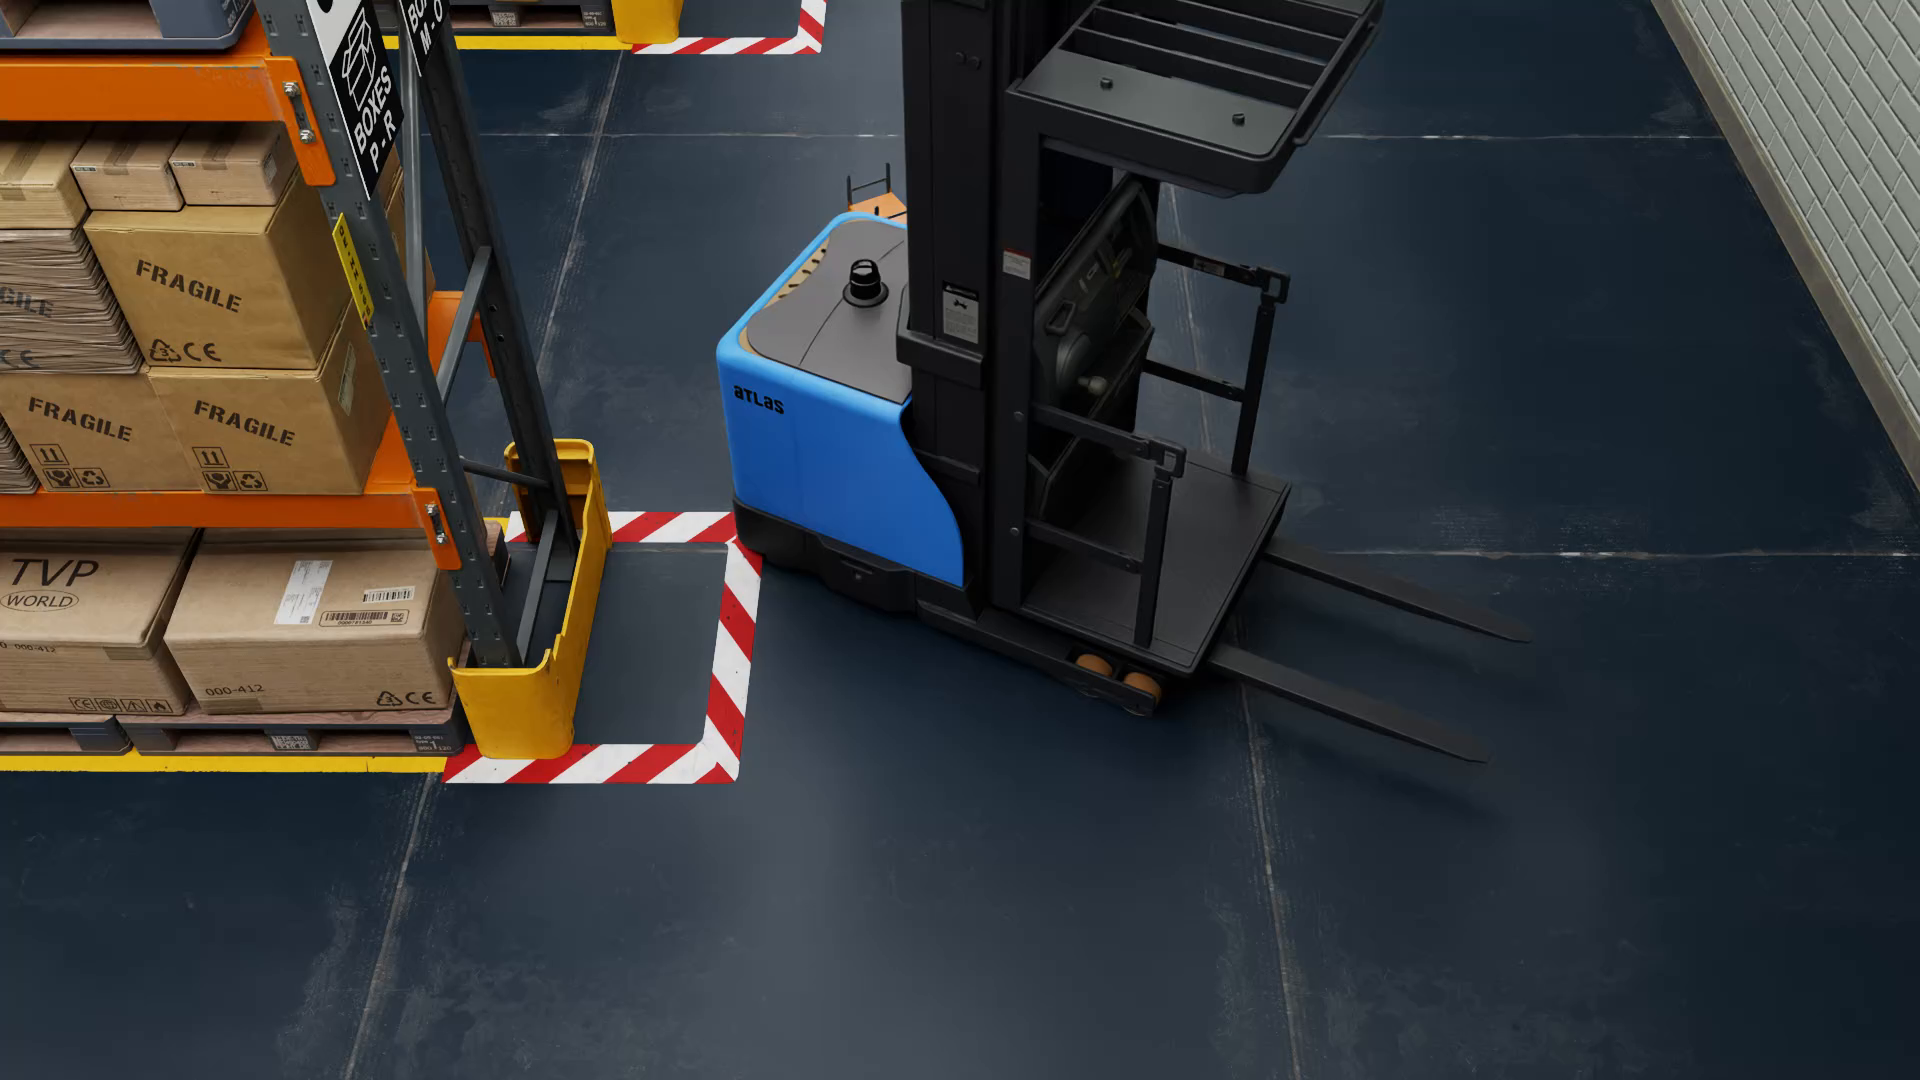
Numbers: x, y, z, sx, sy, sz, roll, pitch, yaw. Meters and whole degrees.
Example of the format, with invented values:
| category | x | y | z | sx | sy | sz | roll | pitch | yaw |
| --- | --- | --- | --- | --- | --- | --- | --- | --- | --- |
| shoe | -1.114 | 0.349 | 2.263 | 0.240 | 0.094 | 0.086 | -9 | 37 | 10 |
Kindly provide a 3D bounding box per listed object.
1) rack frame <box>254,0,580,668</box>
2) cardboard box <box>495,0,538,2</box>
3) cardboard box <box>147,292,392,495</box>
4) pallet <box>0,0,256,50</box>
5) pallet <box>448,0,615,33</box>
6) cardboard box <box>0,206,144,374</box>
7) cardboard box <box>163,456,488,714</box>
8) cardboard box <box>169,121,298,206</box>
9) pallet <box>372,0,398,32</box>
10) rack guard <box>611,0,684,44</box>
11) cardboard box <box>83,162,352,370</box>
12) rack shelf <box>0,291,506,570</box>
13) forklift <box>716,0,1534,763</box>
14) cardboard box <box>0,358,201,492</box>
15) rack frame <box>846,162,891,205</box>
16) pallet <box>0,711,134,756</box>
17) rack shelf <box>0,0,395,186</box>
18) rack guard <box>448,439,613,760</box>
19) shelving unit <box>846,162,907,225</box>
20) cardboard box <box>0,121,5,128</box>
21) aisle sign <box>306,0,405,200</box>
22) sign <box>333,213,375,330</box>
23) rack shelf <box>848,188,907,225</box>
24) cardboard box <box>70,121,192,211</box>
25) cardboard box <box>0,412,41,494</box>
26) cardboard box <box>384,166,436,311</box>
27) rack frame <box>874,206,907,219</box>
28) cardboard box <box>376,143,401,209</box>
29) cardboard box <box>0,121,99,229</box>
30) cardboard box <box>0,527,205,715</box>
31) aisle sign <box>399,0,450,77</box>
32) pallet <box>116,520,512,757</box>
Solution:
| category | x | y | z | sx | sy | sz | roll | pitch | yaw |
| --- | --- | --- | --- | --- | --- | --- | --- | --- | --- |
| rack frame | -1.625 | -0.648 | 5.385 | 0.127 | 3.000 | 1.000 | 0 | 47 | 0 |
| cardboard box | -2.492 | -3.219 | 9.438 | 0.250 | 0.149 | 0.380 | 1 | 47 | 1 |
| cardboard box | -2.108 | -0.490 | 5.169 | 0.500 | 0.500 | 0.500 | 0 | 47 | 0 |
| pallet | -2.366 | -1.634 | 4.314 | 1.213 | 0.211 | 1.003 | 0 | 47 | 0 |
| pallet | -2.595 | -3.350 | 9.805 | 1.213 | 0.211 | 1.003 | 0 | 47 | 0 |
| cardboard box | -2.630 | -0.830 | 4.803 | 0.500 | 0.500 | 0.500 | 0 | 47 | 0 |
| cardboard box | -2.285 | 0.153 | 6.103 | 0.875 | 0.438 | 0.875 | -1 | 47 | -1 |
| cardboard box | -1.984 | -1.098 | 4.609 | 0.250 | 0.149 | 0.380 | 1 | 47 | 1 |
| pallet | -3.812 | -3.355 | 9.810 | 1.213 | 0.211 | 1.003 | 0 | 47 | 0 |
| rack guard | -1.783 | -3.420 | 9.673 | 0.348 | 0.500 | 1.175 | 0 | 47 | 0 |
| cardboard box | -2.107 | -0.850 | 4.821 | 0.500 | 0.500 | 0.500 | 2 | 47 | 1 |
| rack shelf | -3.625 | -0.408 | 5.653 | 4.000 | 0.370 | 1.077 | 0 | 47 | 0 |
| forklift | 0.644 | -0.790 | 5.564 | 3.031 | 2.935 | 1.130 | 20 | 50 | 18 |
| cardboard box | -2.610 | -0.502 | 5.181 | 0.500 | 0.500 | 0.500 | -1 | 47 | -1 |
| rack frame | -0.377 | -1.158 | 7.191 | 0.200 | 1.050 | 0.008 | -23 | 51 | -20 |
| pallet | -3.641 | 0.352 | 6.359 | 1.213 | 0.211 | 1.003 | 0 | 47 | 0 |
| rack shelf | -3.625 | -1.430 | 4.555 | 4.000 | 0.370 | 1.077 | 0 | 47 | 0 |
| rack guard | -1.601 | 0.204 | 6.300 | 0.348 | 0.500 | 1.175 | 0 | 47 | 0 |
| shelving unit | -0.315 | -1.081 | 7.119 | 0.215 | 1.050 | 0.252 | -23 | 51 | -20 |
| cardboard box | -2.748 | -1.051 | 4.566 | 0.250 | 0.149 | 0.380 | 1 | 47 | 1 |
| aisle sign | -1.554 | -1.307 | 4.222 | 0.004 | 0.787 | 0.394 | 0 | 47 | 0 |
| sign | -1.640 | -0.726 | 4.505 | 0.005 | 0.325 | 0.100 | 0 | 47 | 0 |
| rack shelf | -0.315 | -1.267 | 6.919 | 0.215 | 0.259 | 0.240 | -23 | 51 | -20 |
| cardboard box | -2.238 | -1.081 | 4.594 | 0.250 | 0.149 | 0.380 | 1 | 47 | 1 |
| cardboard box | -3.124 | -0.496 | 5.175 | 0.500 | 0.500 | 0.500 | 1 | 47 | 1 |
| cardboard box | -2.103 | -0.894 | 5.545 | 0.500 | 0.500 | 0.500 | 0 | 47 | 0 |
| rack frame | -0.254 | -1.004 | 7.047 | 0.200 | 1.050 | 0.008 | -23 | 51 | -20 |
| cardboard box | -2.103 | -1.233 | 5.178 | 0.500 | 0.500 | 0.500 | -1 | 47 | -1 |
| cardboard box | -2.497 | -1.020 | 4.537 | 0.250 | 0.149 | 0.380 | 0 | 47 | 0 |
| cardboard box | -3.200 | 0.157 | 6.099 | 0.875 | 0.438 | 0.875 | 1 | 47 | 1 |
| aisle sign | -1.551 | -1.746 | 4.631 | 0.004 | 0.787 | 0.394 | 0 | 47 | 0 |
| pallet | -2.424 | 0.357 | 6.354 | 1.213 | 0.211 | 1.003 | 0 | 47 | 0 |
